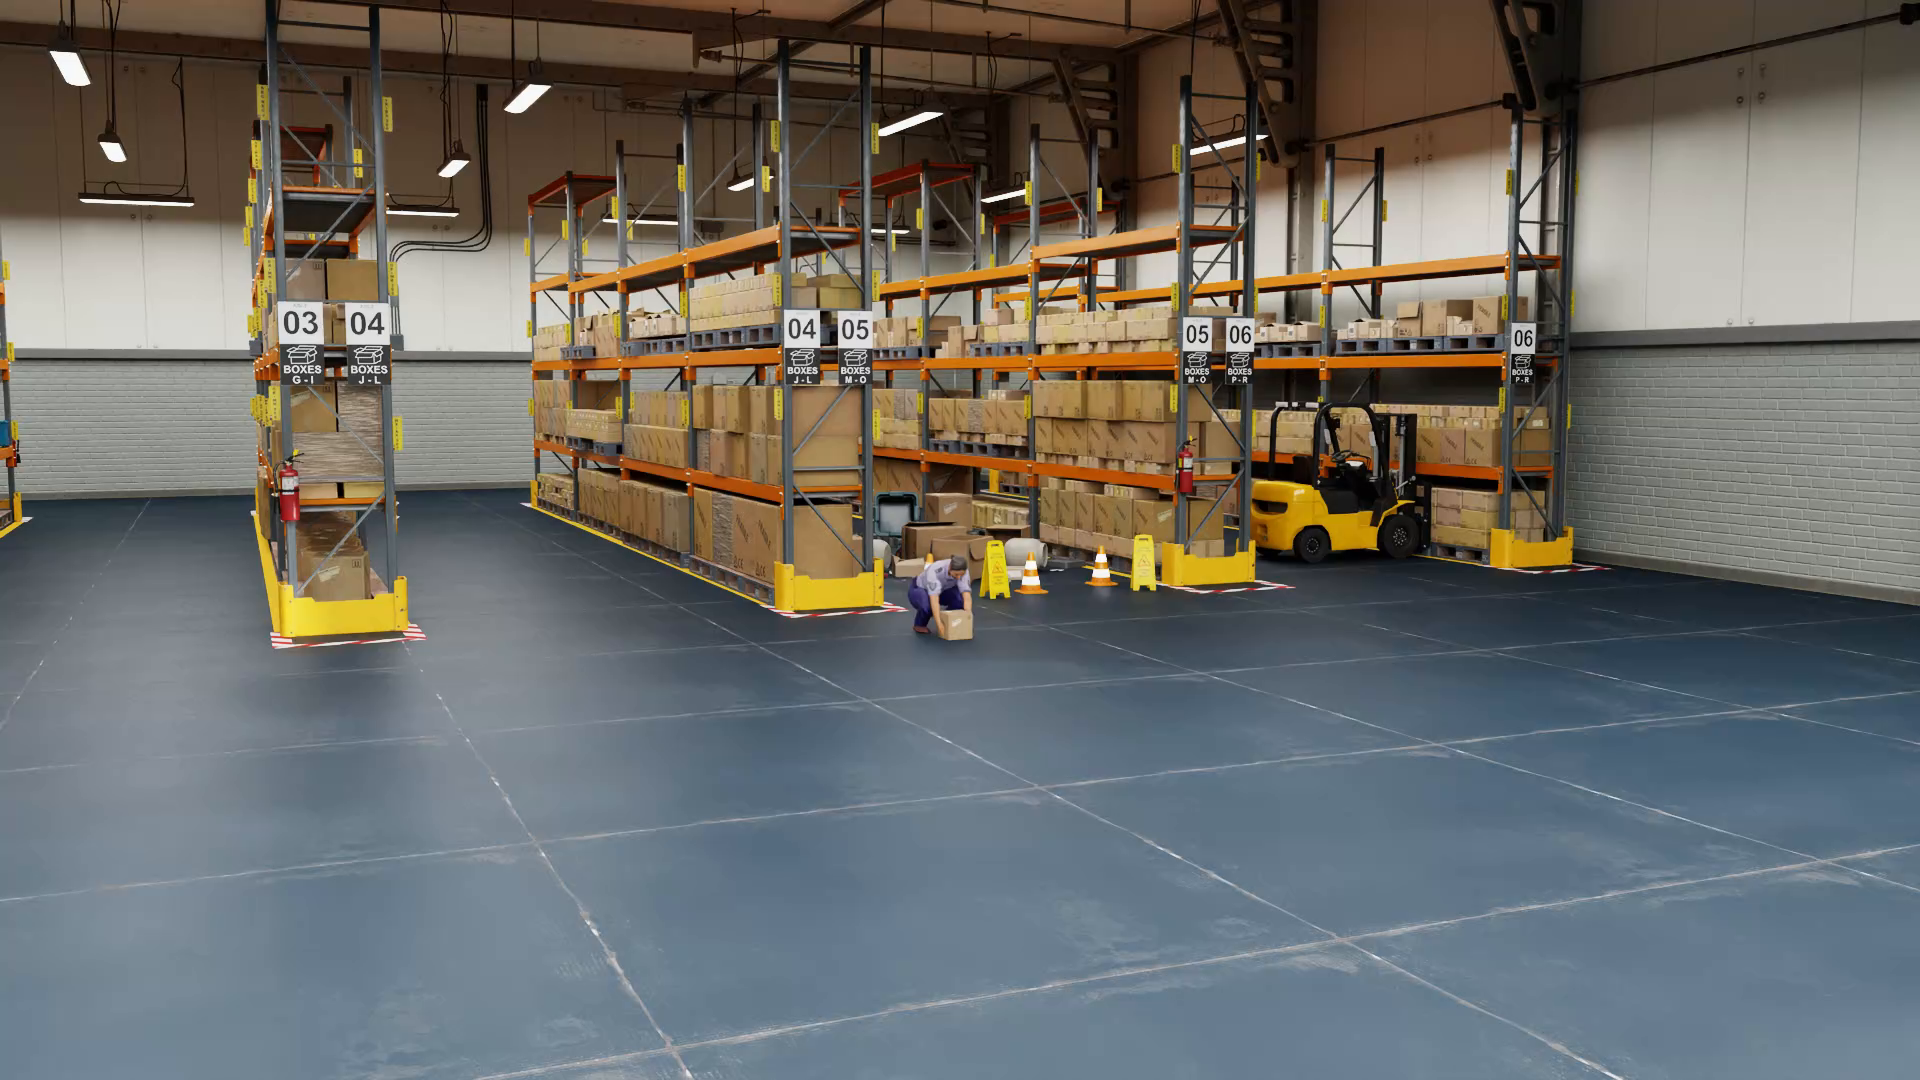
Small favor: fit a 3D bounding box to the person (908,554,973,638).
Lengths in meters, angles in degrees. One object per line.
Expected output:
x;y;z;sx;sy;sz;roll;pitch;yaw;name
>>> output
-0.190;0.516;16.199;0.515;0.803;0.823;-2;6;-24;person
